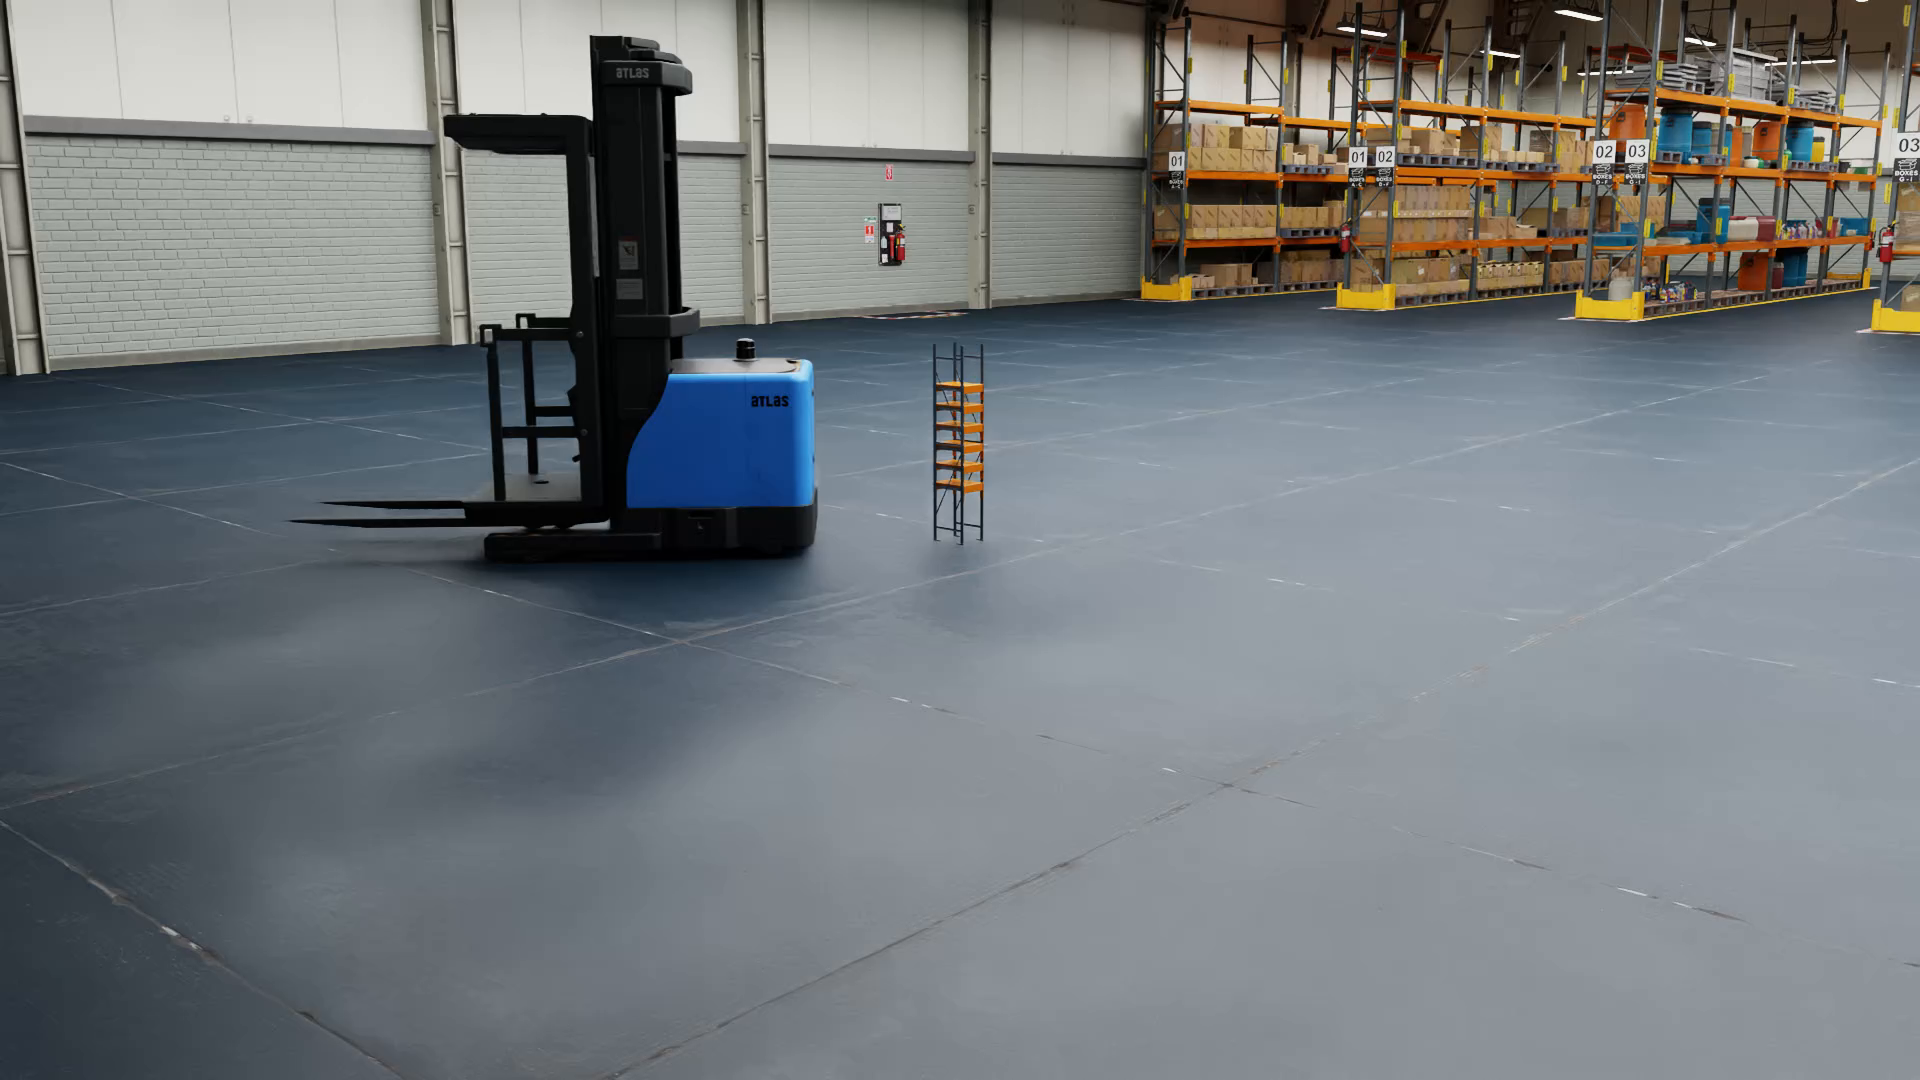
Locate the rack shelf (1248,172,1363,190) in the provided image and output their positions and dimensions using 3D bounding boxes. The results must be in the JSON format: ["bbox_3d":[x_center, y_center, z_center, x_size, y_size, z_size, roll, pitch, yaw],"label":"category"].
[{"bbox_3d":[8.509,-8.843,41.007,1.077,0.370,4.000,10,15,40],"label":"rack shelf"}]

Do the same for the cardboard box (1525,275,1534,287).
[{"bbox_3d":[13.051,-6.052,38.800,0.500,0.250,0.500,10,15,40],"label":"cardboard box"}]

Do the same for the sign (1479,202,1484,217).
[{"bbox_3d":[11.330,-7.183,36.102,0.100,0.325,0.005,10,15,40],"label":"sign"}]

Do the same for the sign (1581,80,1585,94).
[{"bbox_3d":[15.798,-11.480,42.124,0.100,0.325,0.005,10,15,40],"label":"sign"}]

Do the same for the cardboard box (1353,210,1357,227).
[{"bbox_3d":[10.342,-8.262,42.854,0.500,0.500,0.500,10,15,42],"label":"cardboard box"}]

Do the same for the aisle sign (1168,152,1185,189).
[{"bbox_3d":[4.726,-8.068,36.308,0.394,0.787,0.004,10,15,40],"label":"aisle sign"}]

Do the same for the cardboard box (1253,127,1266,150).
[{"bbox_3d":[6.706,-9.260,38.396,0.500,0.500,0.500,11,16,43],"label":"cardboard box"}]

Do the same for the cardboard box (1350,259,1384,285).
[{"bbox_3d":[8.402,-5.545,34.349,0.500,0.500,0.500,10,15,40],"label":"cardboard box"}]

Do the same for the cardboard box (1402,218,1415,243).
[{"bbox_3d":[8.933,-6.396,34.322,0.700,0.500,0.500,10,15,42],"label":"cardboard box"}]

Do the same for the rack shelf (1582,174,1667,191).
[{"bbox_3d":[17.513,-9.380,43.696,1.077,0.370,4.000,10,15,40],"label":"rack shelf"}]

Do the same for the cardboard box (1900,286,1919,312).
[{"bbox_3d":[16.135,-3.991,27.844,0.500,0.500,0.500,-9,14,-37],"label":"cardboard box"}]

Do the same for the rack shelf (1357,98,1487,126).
[{"bbox_3d":[9.592,-8.890,34.602,1.077,0.370,4.000,10,15,40],"label":"rack shelf"}]

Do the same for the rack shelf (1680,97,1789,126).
[{"bbox_3d":[15.951,-8.837,34.339,1.077,0.370,4.000,10,15,40],"label":"rack shelf"}]

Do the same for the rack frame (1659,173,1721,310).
[{"bbox_3d":[14.631,-6.150,33.344,1.000,3.000,0.127,10,15,40],"label":"rack frame"}]

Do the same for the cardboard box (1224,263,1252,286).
[{"bbox_3d":[6.534,-6.263,39.168,0.500,0.500,0.500,8,14,36],"label":"cardboard box"}]

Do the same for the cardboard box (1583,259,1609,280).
[{"bbox_3d":[16.083,-6.848,42.099,0.500,0.500,0.500,10,15,40],"label":"cardboard box"}]

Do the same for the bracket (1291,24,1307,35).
[{"bbox_3d":[8.314,-12.540,40.830,0.235,0.232,0.430,10,15,40],"label":"bracket"}]

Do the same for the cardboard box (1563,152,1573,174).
[{"bbox_3d":[14.152,-9.043,39.915,0.910,0.500,0.500,10,15,40],"label":"cardboard box"}]

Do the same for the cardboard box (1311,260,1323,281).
[{"bbox_3d":[8.659,-6.759,41.652,0.700,0.500,0.500,10,15,40],"label":"cardboard box"}]

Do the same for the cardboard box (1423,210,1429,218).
[{"bbox_3d":[9.541,-6.789,34.633,0.380,0.149,0.250,10,15,40],"label":"cardboard box"}]

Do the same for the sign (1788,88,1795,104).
[{"bbox_3d":[17.689,-9.452,35.383,0.100,0.325,0.005,10,15,40],"label":"sign"}]

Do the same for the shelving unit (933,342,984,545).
[{"bbox_3d":[-0.010,-0.586,10.083,0.258,1.200,0.189,10,15,40],"label":"shelving unit"}]

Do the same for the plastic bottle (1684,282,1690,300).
[{"bbox_3d":[14.295,-4.906,32.758,0.144,0.351,0.185,9,14,38],"label":"plastic bottle"}]

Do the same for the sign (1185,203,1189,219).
[{"bbox_3d":[4.956,-7.197,36.374,0.100,0.325,0.005,10,15,40],"label":"sign"}]

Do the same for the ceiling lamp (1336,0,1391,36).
[{"bbox_3d":[9.208,-12.853,36.682,0.800,3.185,2.000,10,15,40],"label":"ceiling lamp"}]

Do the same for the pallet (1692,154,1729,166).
[{"bbox_3d":[14.228,-7.409,32.474,1.213,0.211,1.003,10,15,40],"label":"pallet"}]

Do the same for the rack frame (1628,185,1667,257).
[{"bbox_3d":[18.833,-8.556,45.392,1.000,3.000,0.127,10,15,40],"label":"rack frame"}]

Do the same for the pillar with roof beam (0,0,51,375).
[{"bbox_3d":[-8.248,-5.911,16.833,9.100,9.000,0.400,10,15,40],"label":"pillar with roof beam"}]

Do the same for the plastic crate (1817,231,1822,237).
[{"bbox_3d":[20.326,-7.277,39.507,0.396,0.136,0.243,10,15,40],"label":"plastic crate"}]

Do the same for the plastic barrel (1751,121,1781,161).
[{"bbox_3d":[17.648,-8.709,36.329,0.600,0.830,0.708,10,15,40],"label":"plastic barrel"}]

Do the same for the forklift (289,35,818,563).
[{"bbox_3d":[-2.394,-1.412,9.798,3.031,2.935,1.130,-1,11,-3],"label":"forklift"}]

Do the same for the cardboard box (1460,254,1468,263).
[{"bbox_3d":[14.061,-7.913,47.480,0.700,0.500,0.500,9,14,39],"label":"cardboard box"}]

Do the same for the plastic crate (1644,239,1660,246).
[{"bbox_3d":[12.823,-5.522,30.874,0.298,0.136,0.250,10,15,40],"label":"plastic crate"}]

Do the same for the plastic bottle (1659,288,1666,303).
[{"bbox_3d":[13.421,-4.666,31.755,0.097,0.271,0.097,0,11,0],"label":"plastic bottle"}]

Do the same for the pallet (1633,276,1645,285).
[{"bbox_3d":[17.452,-6.882,44.127,1.003,0.211,1.213,10,15,40],"label":"pallet"}]

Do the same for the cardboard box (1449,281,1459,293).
[{"bbox_3d":[10.433,-5.480,35.936,0.500,0.250,0.500,10,15,40],"label":"cardboard box"}]

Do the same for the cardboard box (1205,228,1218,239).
[{"bbox_3d":[5.441,-6.888,37.369,0.500,0.250,0.500,9,15,39],"label":"cardboard box"}]

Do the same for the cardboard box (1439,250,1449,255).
[{"bbox_3d":[13.403,-8.030,46.408,0.380,0.149,0.250,10,15,42],"label":"cardboard box"}]

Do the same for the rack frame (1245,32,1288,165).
[{"bbox_3d":[7.189,-10.373,39.169,1.000,3.000,0.127,10,15,40],"label":"rack frame"}]

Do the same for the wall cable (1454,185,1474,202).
[{"bbox_3d":[15.245,-10.005,50.052,0.084,1.984,1.851,10,15,40],"label":"wall cable"}]

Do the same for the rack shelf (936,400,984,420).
[{"bbox_3d":[-0.010,-0.778,10.045,0.258,0.103,0.180,10,15,40],"label":"rack shelf"}]

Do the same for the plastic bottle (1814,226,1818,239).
[{"bbox_3d":[19.894,-7.166,38.749,0.152,0.276,0.135,10,15,40],"label":"plastic bottle"}]

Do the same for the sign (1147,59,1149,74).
[{"bbox_3d":[4.145,-10.395,36.490,0.100,0.325,0.005,10,15,40],"label":"sign"}]

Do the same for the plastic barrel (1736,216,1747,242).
[{"bbox_3d":[16.197,-6.501,34.752,0.433,0.535,0.433,0,11,0],"label":"plastic barrel"}]

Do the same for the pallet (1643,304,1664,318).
[{"bbox_3d":[12.545,-4.330,31.352,1.003,0.211,1.213,10,15,40],"label":"pallet"}]

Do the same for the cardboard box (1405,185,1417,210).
[{"bbox_3d":[8.968,-7.040,34.235,0.700,0.500,0.500,9,15,39],"label":"cardboard box"}]

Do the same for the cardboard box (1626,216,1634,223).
[{"bbox_3d":[17.070,-8.132,43.014,0.500,0.500,0.500,10,15,41],"label":"cardboard box"}]

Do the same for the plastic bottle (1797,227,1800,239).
[{"bbox_3d":[18.960,-6.948,37.638,0.061,0.283,0.133,10,15,40],"label":"plastic bottle"}]

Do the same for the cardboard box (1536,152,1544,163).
[{"bbox_3d":[13.295,-8.909,38.808,0.500,0.250,0.500,8,14,36],"label":"cardboard box"}]

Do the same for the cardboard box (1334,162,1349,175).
[{"bbox_3d":[9.557,-9.316,41.711,0.500,0.311,0.500,10,15,40],"label":"cardboard box"}]

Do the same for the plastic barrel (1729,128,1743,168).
[{"bbox_3d":[16.134,-8.231,35.008,0.600,0.830,0.708,10,15,40],"label":"plastic barrel"}]

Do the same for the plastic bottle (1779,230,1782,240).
[{"bbox_3d":[18.051,-6.746,36.624,0.061,0.283,0.133,10,15,40],"label":"plastic bottle"}]

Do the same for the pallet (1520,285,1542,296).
[{"bbox_3d":[12.980,-5.896,39.191,1.003,0.211,1.213,10,15,40],"label":"pallet"}]

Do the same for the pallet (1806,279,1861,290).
[{"bbox_3d":[21.978,-6.432,41.874,1.003,0.211,1.213,10,15,40],"label":"pallet"}]
